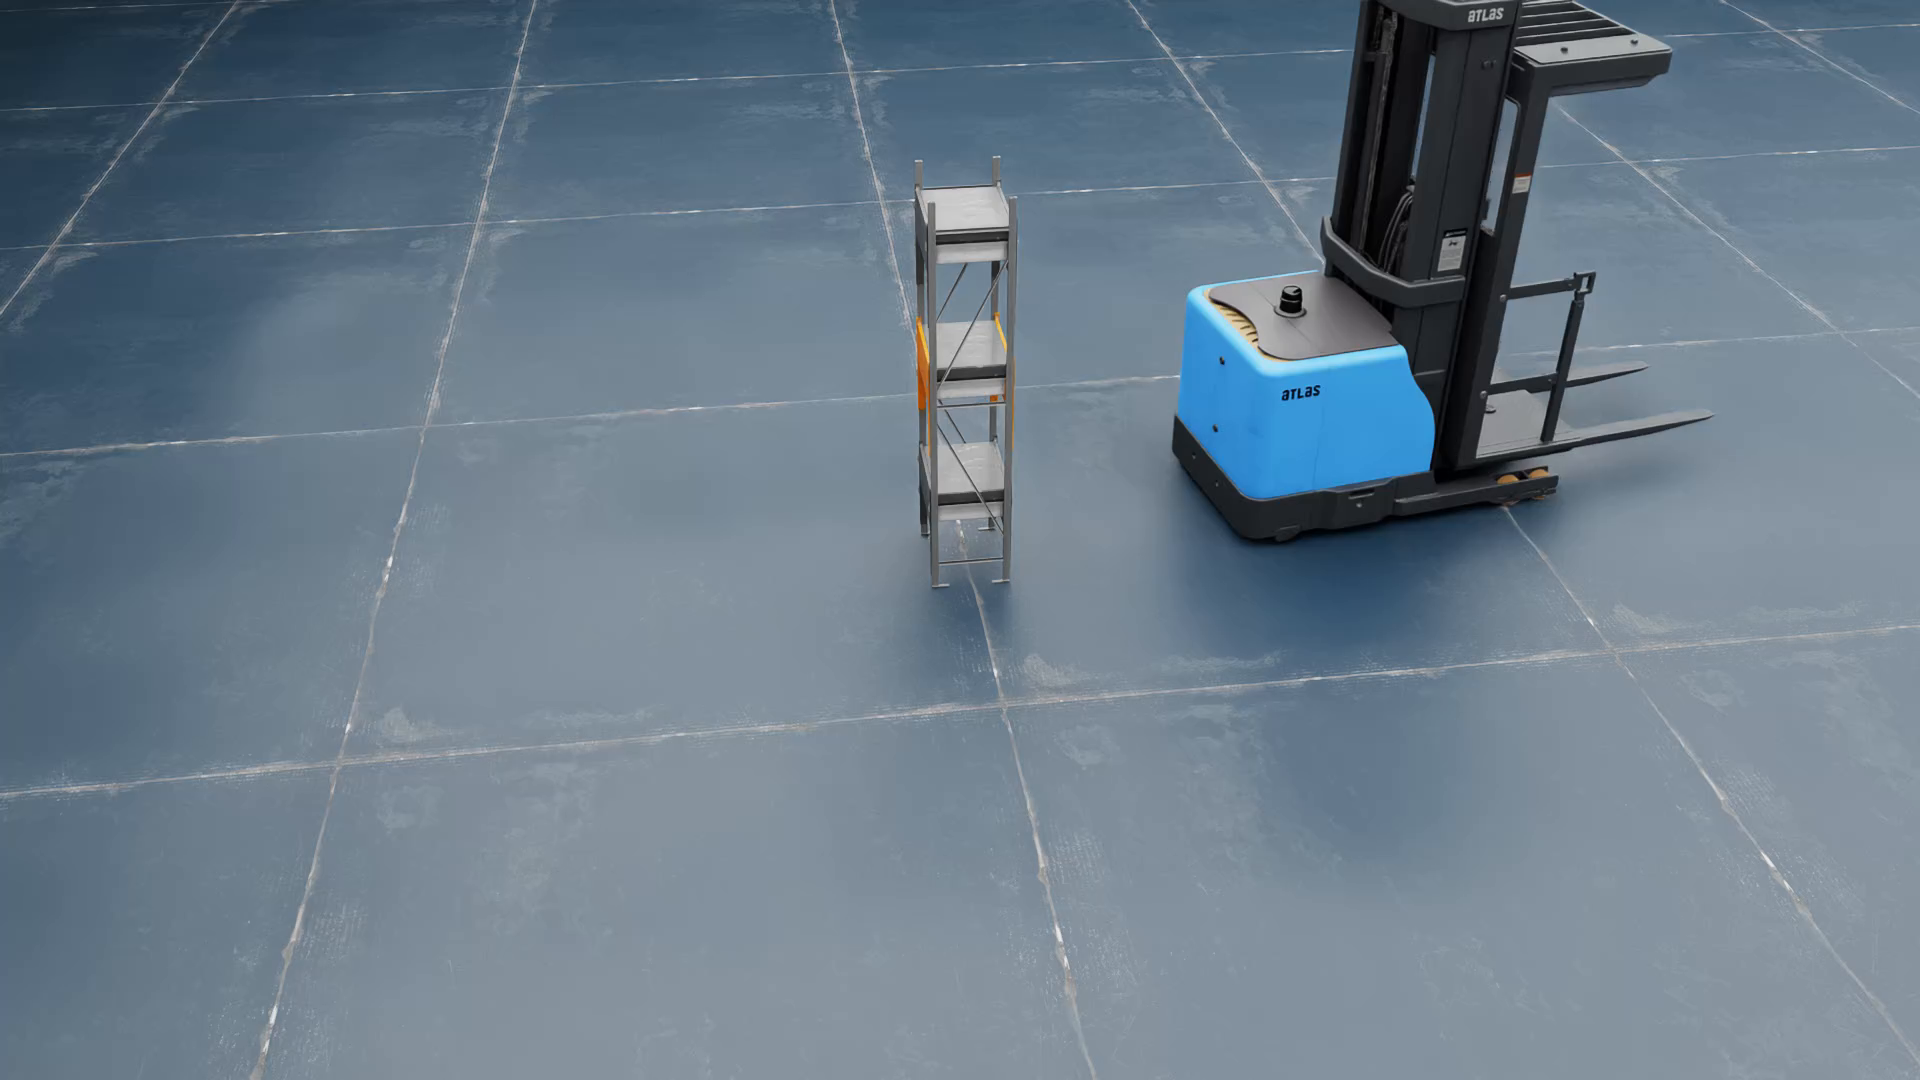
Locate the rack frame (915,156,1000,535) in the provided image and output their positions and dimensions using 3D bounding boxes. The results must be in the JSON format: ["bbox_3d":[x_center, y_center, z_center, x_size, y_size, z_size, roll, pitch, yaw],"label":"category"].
[{"bbox_3d":[-0.011,-0.911,8.352,0.400,2.100,0.015,-4,35,-6],"label":"rack frame"}]

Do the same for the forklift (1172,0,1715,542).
[{"bbox_3d":[2.786,-1.675,8.734,3.031,2.935,1.130,-10,35,-14],"label":"forklift"}]

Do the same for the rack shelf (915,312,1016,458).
[{"bbox_3d":[0.022,-0.764,8.159,0.431,0.518,0.480,-4,35,-6],"label":"rack shelf"}]

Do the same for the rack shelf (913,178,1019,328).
[{"bbox_3d":[0.022,-1.342,7.765,0.431,0.518,0.480,-4,35,-6],"label":"rack shelf"}]

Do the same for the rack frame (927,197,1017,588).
[{"bbox_3d":[0.055,-0.639,7.952,0.400,2.100,0.015,-4,35,-6],"label":"rack frame"}]

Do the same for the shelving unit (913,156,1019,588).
[{"bbox_3d":[0.022,-0.775,8.152,0.431,2.100,0.503,-4,35,-6],"label":"shelving unit"}]

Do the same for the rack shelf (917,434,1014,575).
[{"bbox_3d":[0.022,-0.186,8.554,0.431,0.518,0.480,-4,35,-6],"label":"rack shelf"}]
